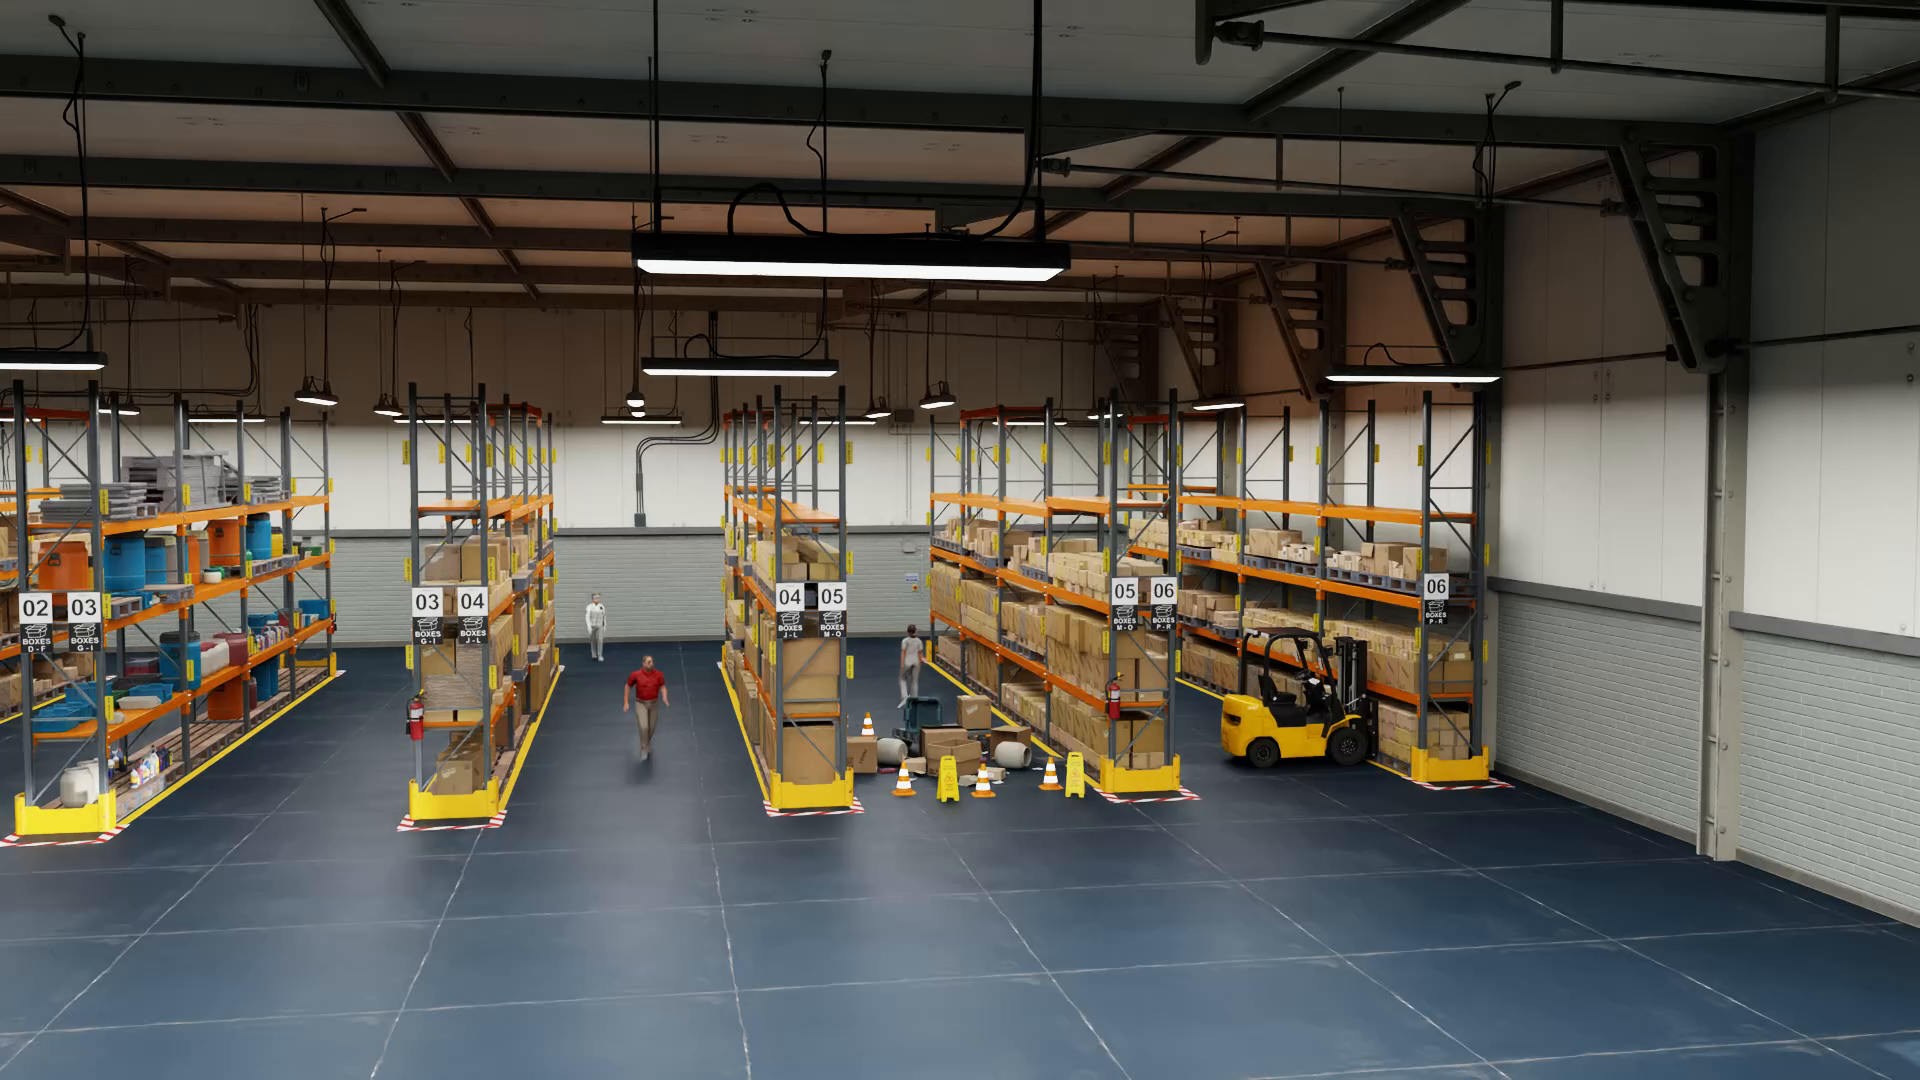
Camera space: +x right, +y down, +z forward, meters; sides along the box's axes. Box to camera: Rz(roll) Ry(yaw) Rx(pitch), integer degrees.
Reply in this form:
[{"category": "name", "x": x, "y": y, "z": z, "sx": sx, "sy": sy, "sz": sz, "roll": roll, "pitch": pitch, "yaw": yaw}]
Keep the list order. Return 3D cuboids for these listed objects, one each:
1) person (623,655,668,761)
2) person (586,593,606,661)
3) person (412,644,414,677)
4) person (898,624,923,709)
[{"category": "person", "x": -5.236, "y": 2.792, "z": 27.677, "sx": 0.677, "sy": 1.756, "sz": 0.815, "roll": -2, "pitch": 3, "yaw": -32}, {"category": "person", "x": -8.894, "y": 2.101, "z": 40.611, "sx": 0.480, "sy": 1.635, "sz": 0.965, "roll": -1, "pitch": 3, "yaw": -14}, {"category": "person", "x": -10.432, "y": 2.544, "z": 32.411, "sx": 0.509, "sy": 1.607, "sz": 0.837, "roll": -1, "pitch": 3, "yaw": -23}, {"category": "person", "x": -0.963, "y": 2.500, "z": 32.861, "sx": 0.488, "sy": 1.685, "sz": 0.487, "roll": -1, "pitch": 3, "yaw": -15}]
